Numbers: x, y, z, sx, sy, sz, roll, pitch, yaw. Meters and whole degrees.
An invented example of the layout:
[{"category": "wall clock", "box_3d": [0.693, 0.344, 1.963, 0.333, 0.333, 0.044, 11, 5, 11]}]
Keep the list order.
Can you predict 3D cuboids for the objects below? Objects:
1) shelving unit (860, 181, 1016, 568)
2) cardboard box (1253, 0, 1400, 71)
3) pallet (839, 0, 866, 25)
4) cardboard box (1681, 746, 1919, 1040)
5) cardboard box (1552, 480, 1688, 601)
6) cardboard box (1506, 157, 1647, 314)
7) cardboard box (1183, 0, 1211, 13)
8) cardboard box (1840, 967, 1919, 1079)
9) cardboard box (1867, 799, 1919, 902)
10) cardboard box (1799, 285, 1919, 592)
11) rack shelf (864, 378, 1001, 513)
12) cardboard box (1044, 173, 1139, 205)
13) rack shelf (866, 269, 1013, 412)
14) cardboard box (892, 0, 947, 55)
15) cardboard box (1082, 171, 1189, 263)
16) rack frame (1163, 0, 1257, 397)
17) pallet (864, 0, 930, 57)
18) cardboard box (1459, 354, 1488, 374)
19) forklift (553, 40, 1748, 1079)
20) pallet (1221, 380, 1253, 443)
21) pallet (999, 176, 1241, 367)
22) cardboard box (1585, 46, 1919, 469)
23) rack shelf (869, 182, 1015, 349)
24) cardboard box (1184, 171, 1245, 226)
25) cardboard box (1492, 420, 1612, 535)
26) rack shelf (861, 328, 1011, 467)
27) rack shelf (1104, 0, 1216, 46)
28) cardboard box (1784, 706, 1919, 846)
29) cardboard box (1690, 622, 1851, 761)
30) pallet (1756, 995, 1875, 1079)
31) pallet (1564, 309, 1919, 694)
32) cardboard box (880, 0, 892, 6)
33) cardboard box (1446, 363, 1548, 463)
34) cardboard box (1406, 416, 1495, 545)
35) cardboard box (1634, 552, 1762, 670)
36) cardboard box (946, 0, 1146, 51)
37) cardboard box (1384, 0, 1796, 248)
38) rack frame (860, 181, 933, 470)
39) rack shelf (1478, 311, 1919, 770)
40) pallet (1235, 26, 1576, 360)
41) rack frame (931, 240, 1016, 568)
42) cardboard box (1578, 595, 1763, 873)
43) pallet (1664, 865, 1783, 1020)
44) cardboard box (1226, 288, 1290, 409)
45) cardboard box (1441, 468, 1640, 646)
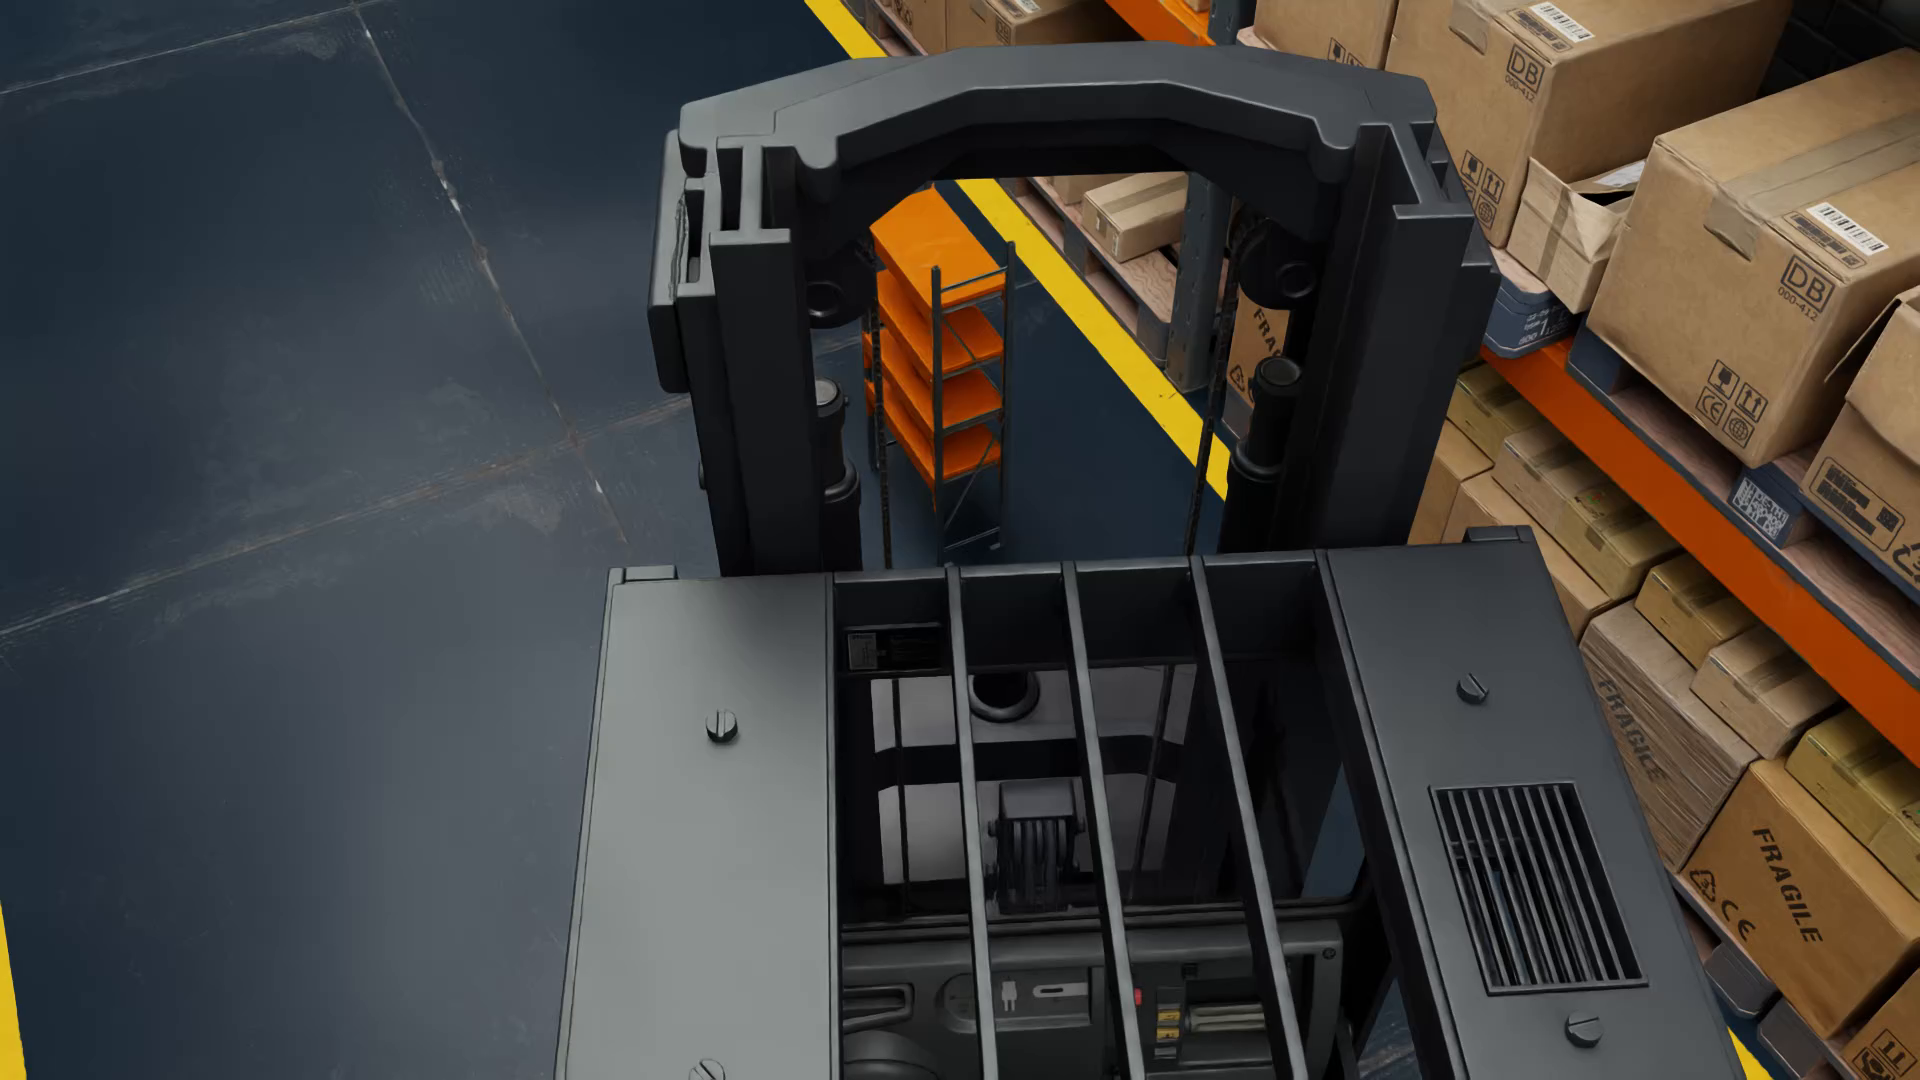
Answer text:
[{"category": "shelving unit", "box_3d": [-0.076, -0.506, 4.895, 0.258, 1.200, 0.503, -21, 52, -18]}, {"category": "cardboard box", "box_3d": [1.198, -1.462, 4.190, 0.700, 0.500, 0.500, -20, 52, -17]}, {"category": "pallet", "box_3d": [-0.254, -2.866, 7.617, 1.003, 0.211, 1.213, -21, 52, -18]}, {"category": "cardboard box", "box_3d": [2.160, 0.774, 3.962, 0.500, 0.500, 0.500, -19, 52, -16]}, {"category": "cardboard box", "box_3d": [1.756, -0.036, 4.240, 0.380, 0.149, 0.250, -19, 52, -16]}, {"category": "cardboard box", "box_3d": [1.470, -0.723, 3.700, 0.396, 0.266, 0.258, -19, 51, -16]}, {"category": "cardboard box", "box_3d": [0.805, -1.735, 4.942, 0.380, 0.149, 0.250, -21, 52, -17]}, {"category": "cardboard box", "box_3d": [2.402, 1.123, 3.657, 0.500, 0.500, 0.500, -22, 52, -18]}, {"category": "cardboard box", "box_3d": [2.241, 0.658, 3.633, 0.380, 0.149, 0.250, -20, 52, -16]}, {"category": "cardboard box", "box_3d": [2.095, -0.215, 3.098, 0.797, 0.503, 0.637, -22, 52, -18]}, {"category": "rack shelf", "box_3d": [-0.076, -0.331, 5.095, 0.258, 0.148, 0.480, -21, 52, -18]}, {"category": "cardboard box", "box_3d": [0.496, -1.440, 6.054, 0.396, 0.266, 0.258, -19, 52, -16]}, {"category": "rack shelf", "box_3d": [-0.076, -0.609, 4.778, 0.258, 0.148, 0.480, -21, 52, -18]}, {"category": "cardboard box", "box_3d": [0.050, -2.268, 6.623, 0.500, 0.500, 0.500, -20, 52, -17]}, {"category": "cardboard box", "box_3d": [0.660, -1.163, 5.889, 0.380, 0.149, 0.250, -23, 53, -19]}, {"category": "rack frame", "box_3d": [1.176, -1.691, 4.737, 1.000, 3.000, 0.127, -21, 52, -18]}, {"category": "pallet", "box_3d": [0.300, -2.051, 6.904, 1.003, 0.211, 1.213, -21, 52, -18]}, {"category": "cardboard box", "box_3d": [1.426, -0.562, 4.699, 0.380, 0.149, 0.250, -24, 53, -19]}, {"category": "forklift", "box_3d": [0.153, 0.912, 2.505, 1.130, 2.935, 3.031, -3, 49, -2]}, {"category": "pallet", "box_3d": [1.581, -0.242, 5.321, 1.003, 0.211, 1.213, -21, 52, -18]}, {"category": "pallet", "box_3d": [0.862, -1.233, 6.189, 1.003, 0.211, 1.213, -21, 52, -18]}, {"category": "cardboard box", "box_3d": [1.794, -0.590, 3.428, 0.700, 0.500, 0.500, -21, 52, -18]}, {"category": "rack shelf", "box_3d": [-0.076, -0.764, 4.599, 0.258, 0.148, 0.480, -21, 52, -18]}, {"category": "cardboard box", "box_3d": [1.083, -1.468, 6.048, 0.500, 0.311, 0.500, -19, 52, -16]}, {"category": "cardboard box", "box_3d": [1.645, -0.203, 4.386, 0.380, 0.149, 0.250, -21, 52, -18]}, {"category": "rack shelf", "box_3d": [-0.076, -0.462, 4.946, 0.258, 0.148, 0.480, -21, 52, -18]}, {"category": "rack shelf", "box_3d": [0.260, -2.793, 6.178, 1.077, 0.370, 4.000, -21, 52, -18]}, {"category": "cardboard box", "box_3d": [2.126, 0.491, 3.778, 0.380, 0.149, 0.250, -22, 52, -18]}, {"category": "cardboard box", "box_3d": [1.973, 0.316, 3.931, 0.380, 0.149, 0.250, -23, 53, -19]}, {"category": "pallet", "box_3d": [2.698, 1.391, 3.893, 1.003, 0.211, 1.213, -21, 52, -18]}, {"category": "pallet", "box_3d": [2.112, -0.251, 3.604, 1.003, 0.211, 1.213, -21, 52, -18]}, {"category": "cardboard box", "box_3d": [-0.103, -2.656, 6.962, 0.700, 0.500, 0.500, -19, 52, -16]}, {"category": "cardboard box", "box_3d": [1.564, -0.383, 4.543, 0.380, 0.149, 0.250, -22, 52, -18]}, {"category": "cardboard box", "box_3d": [1.449, -0.252, 4.860, 0.500, 0.500, 0.500, -22, 52, -18]}, {"category": "cardboard box", "box_3d": [1.906, 0.134, 4.090, 0.380, 0.149, 0.250, -21, 52, -17]}, {"category": "cardboard box", "box_3d": [0.372, -1.962, 6.354, 0.700, 0.500, 0.500, -23, 53, -19]}, {"category": "cardboard box", "box_3d": [1.435, -1.115, 3.887, 0.700, 0.500, 0.500, -21, 52, -17]}, {"category": "rack frame", "box_3d": [-0.187, -0.669, 5.038, 0.240, 1.200, 0.015, -21, 52, -18]}, {"category": "rack shelf", "box_3d": [2.091, -0.116, 3.837, 1.077, 0.370, 4.000, -21, 52, -18]}, {"category": "pallet", "box_3d": [1.444, -1.056, 4.308, 1.003, 0.211, 1.213, -21, 52, -18]}, {"category": "rack frame", "box_3d": [0.036, -0.342, 4.752, 0.240, 1.200, 0.015, -21, 52, -18]}, {"category": "cardboard box", "box_3d": [1.906, 0.432, 4.261, 0.500, 0.500, 0.500, -23, 53, -19]}, {"category": "pallet", "box_3d": [2.144, 0.576, 4.606, 1.003, 0.211, 1.213, -21, 52, -18]}, {"category": "cardboard box", "box_3d": [1.197, -0.605, 5.168, 0.500, 0.500, 0.500, -19, 52, -16]}, {"category": "cardboard box", "box_3d": [1.674, 0.083, 4.566, 0.500, 0.500, 0.500, -23, 53, -19]}]
